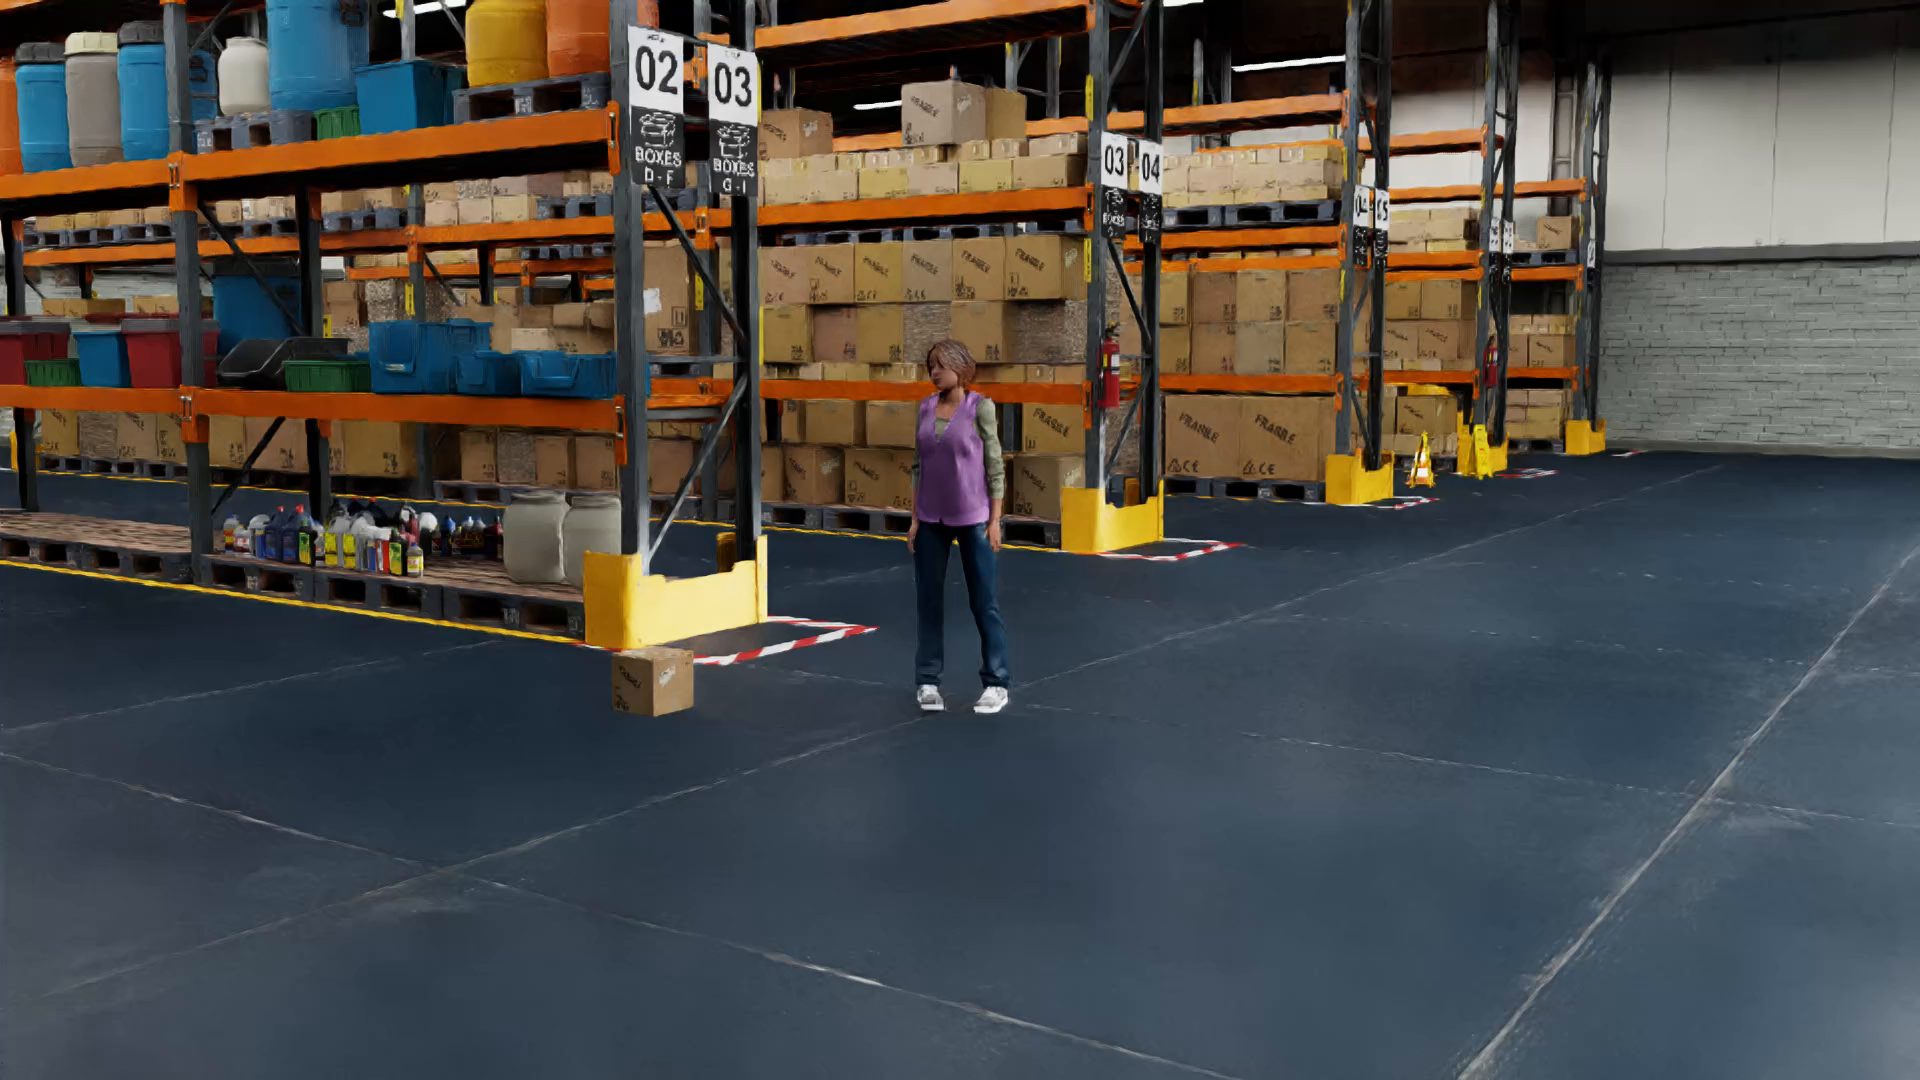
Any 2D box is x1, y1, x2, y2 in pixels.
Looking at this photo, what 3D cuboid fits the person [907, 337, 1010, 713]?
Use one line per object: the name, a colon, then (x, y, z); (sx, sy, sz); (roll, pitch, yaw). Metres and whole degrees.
person: (-0.012, -0.067, 7.142); (0.427, 1.600, 0.345); (3, 7, 25)
